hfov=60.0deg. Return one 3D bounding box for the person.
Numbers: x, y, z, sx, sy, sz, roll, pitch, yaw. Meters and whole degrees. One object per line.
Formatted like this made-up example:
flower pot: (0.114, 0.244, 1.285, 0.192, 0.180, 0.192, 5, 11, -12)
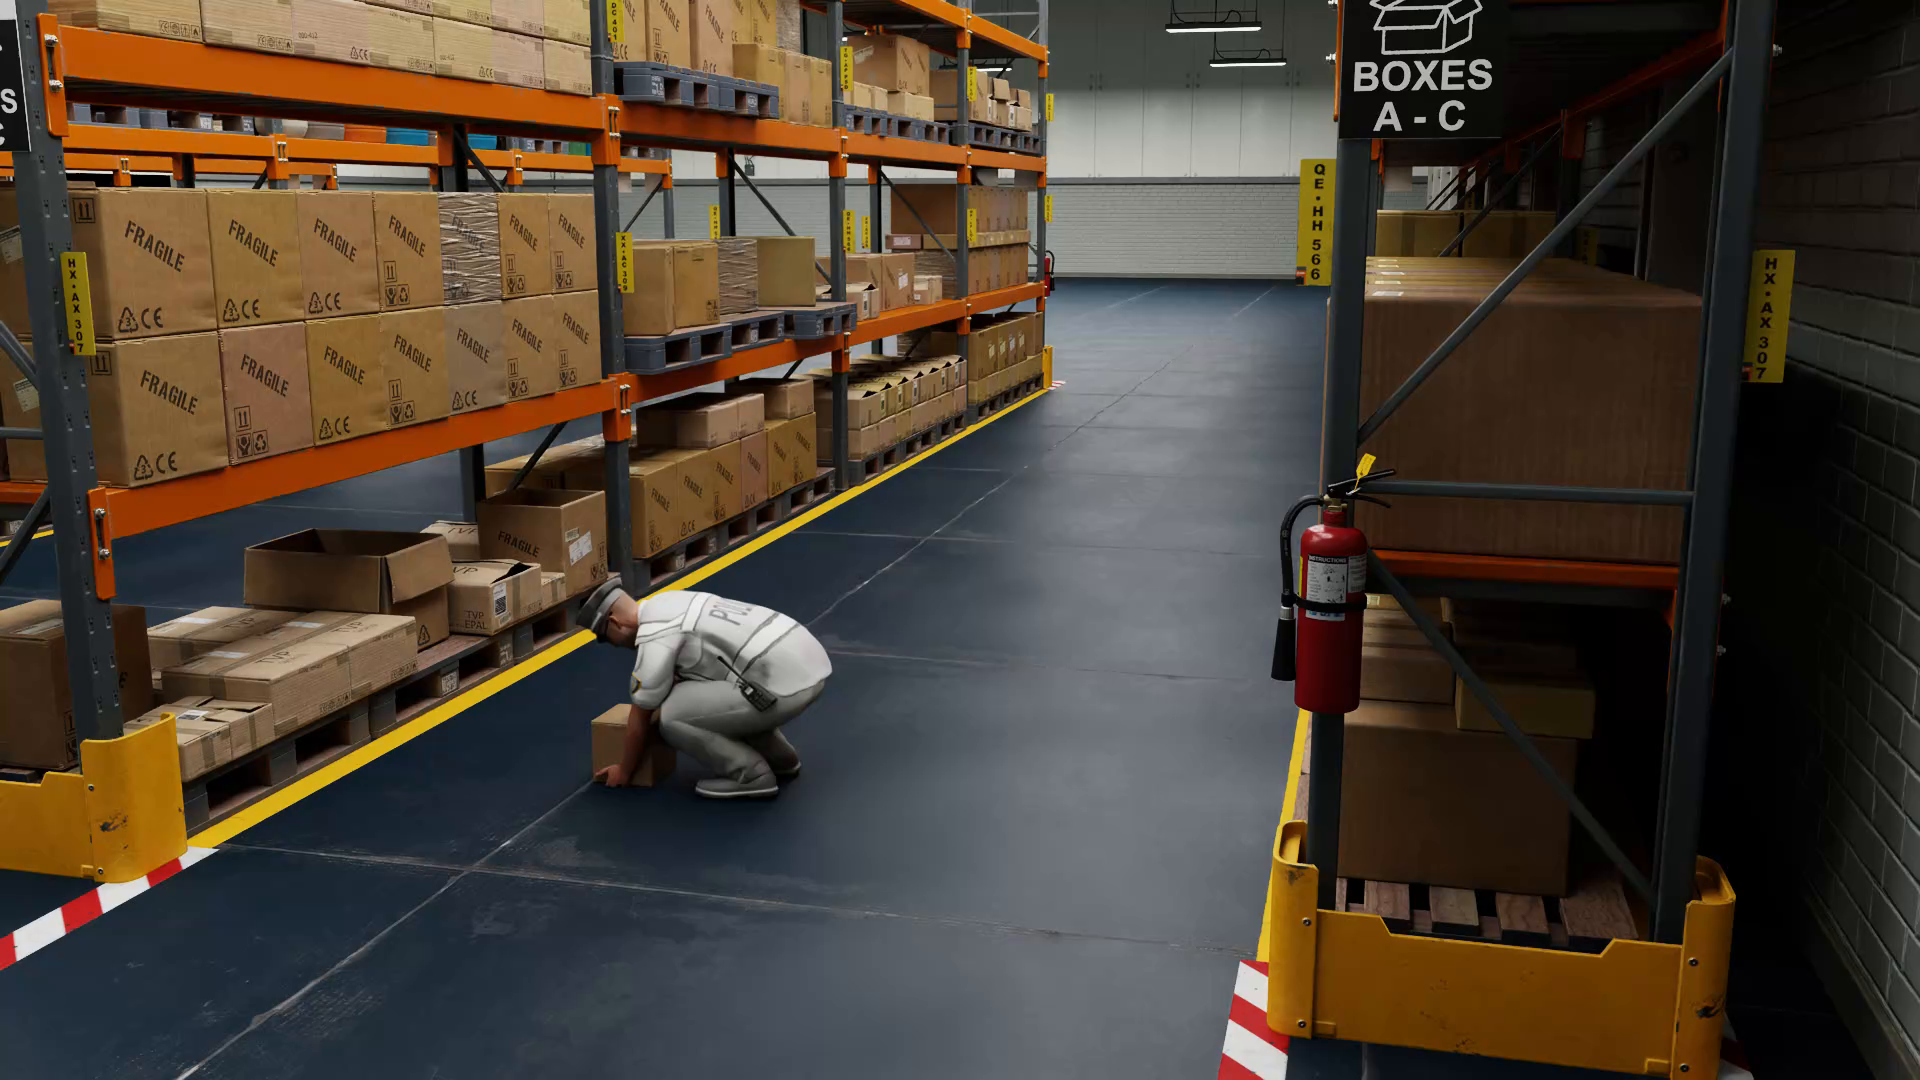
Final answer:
person: (-1.010, 0.595, 6.538, 0.994, 0.894, 0.540, 3, 12, 13)
